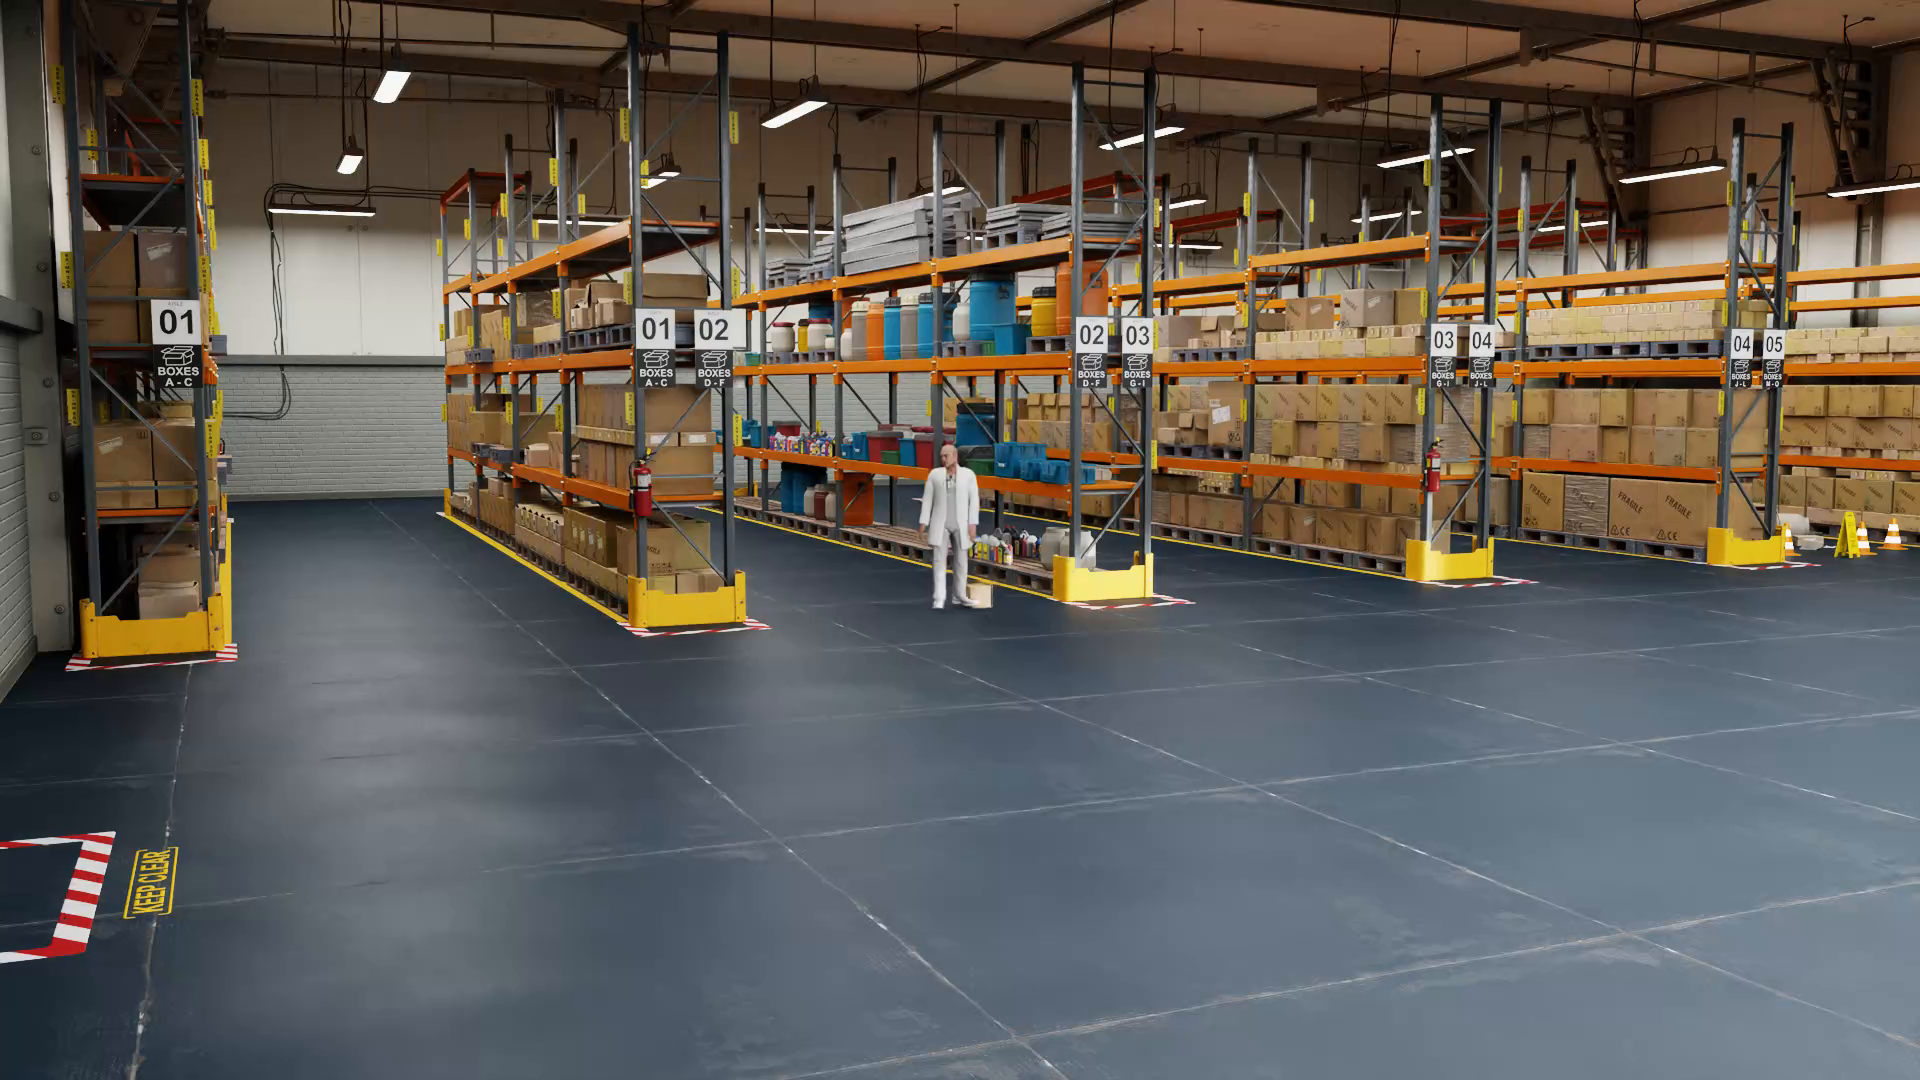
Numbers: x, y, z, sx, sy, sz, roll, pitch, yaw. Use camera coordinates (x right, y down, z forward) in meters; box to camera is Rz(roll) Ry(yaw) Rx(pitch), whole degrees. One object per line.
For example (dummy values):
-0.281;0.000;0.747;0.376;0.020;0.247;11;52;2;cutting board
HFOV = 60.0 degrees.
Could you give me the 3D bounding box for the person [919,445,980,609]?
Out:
-0.115;-0.145;17.991;0.657;1.773;0.658;0;5;-4;person
